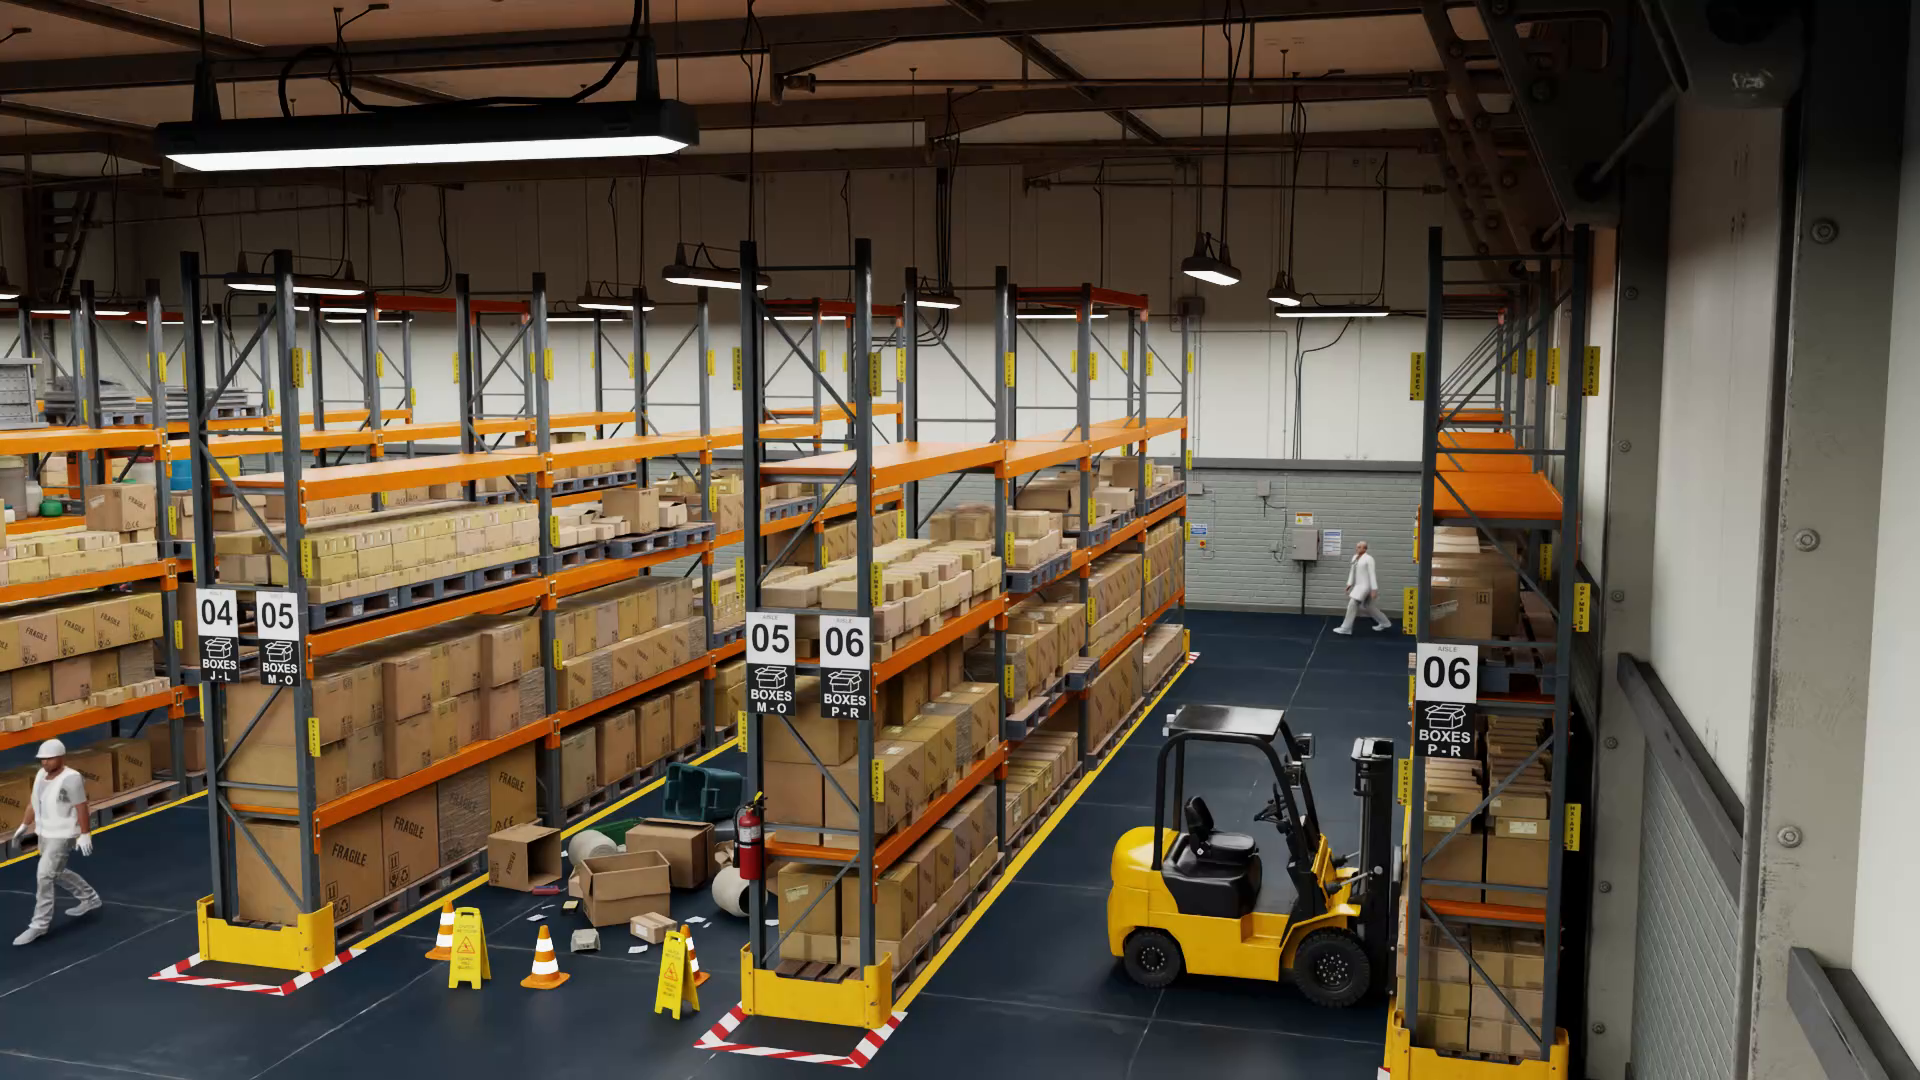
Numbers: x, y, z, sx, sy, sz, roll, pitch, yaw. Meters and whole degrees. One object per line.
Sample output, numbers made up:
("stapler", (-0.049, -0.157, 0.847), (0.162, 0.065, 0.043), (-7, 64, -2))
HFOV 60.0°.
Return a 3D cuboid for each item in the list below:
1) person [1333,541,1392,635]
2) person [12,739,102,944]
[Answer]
("person", (7.431, 0.869, 30.663), (1.136, 1.731, 0.551), (0, 6, -2))
("person", (-8.091, 2.642, 14.879), (0.645, 1.767, 0.841), (4, 7, 29))
